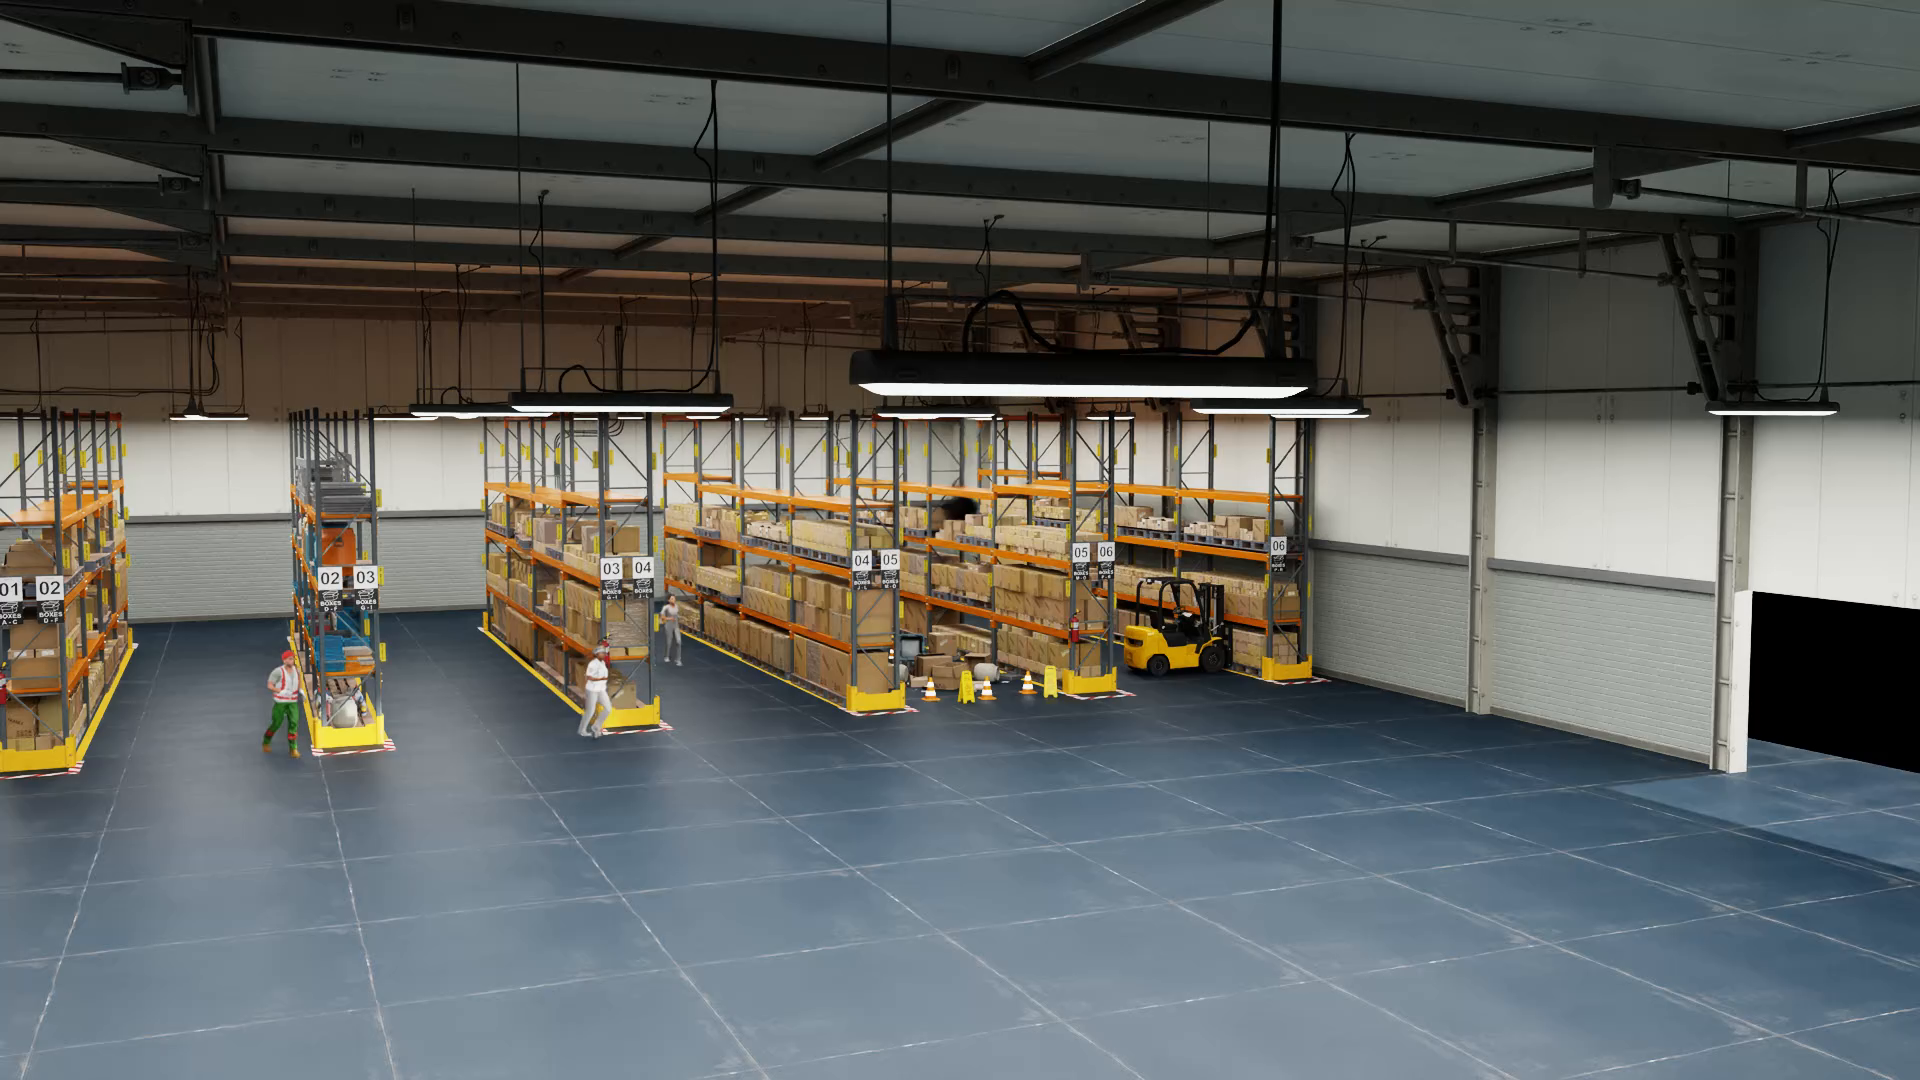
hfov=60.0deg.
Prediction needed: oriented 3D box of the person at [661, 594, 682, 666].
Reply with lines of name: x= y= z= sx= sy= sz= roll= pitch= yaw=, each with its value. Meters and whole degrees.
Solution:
person: x=-6.871 y=2.127 z=39.453 sx=0.533 sy=1.710 sz=0.774 roll=-3 pitch=5 yaw=-33

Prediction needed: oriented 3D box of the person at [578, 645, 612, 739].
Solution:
person: x=-6.590 y=2.773 z=30.311 sx=0.689 sy=1.720 sz=0.581 roll=2 pitch=5 yaw=30

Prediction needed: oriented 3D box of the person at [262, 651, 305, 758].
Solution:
person: x=-11.595 y=2.806 z=28.669 sx=0.896 sy=1.807 sz=0.711 roll=3 pitch=5 yaw=38
